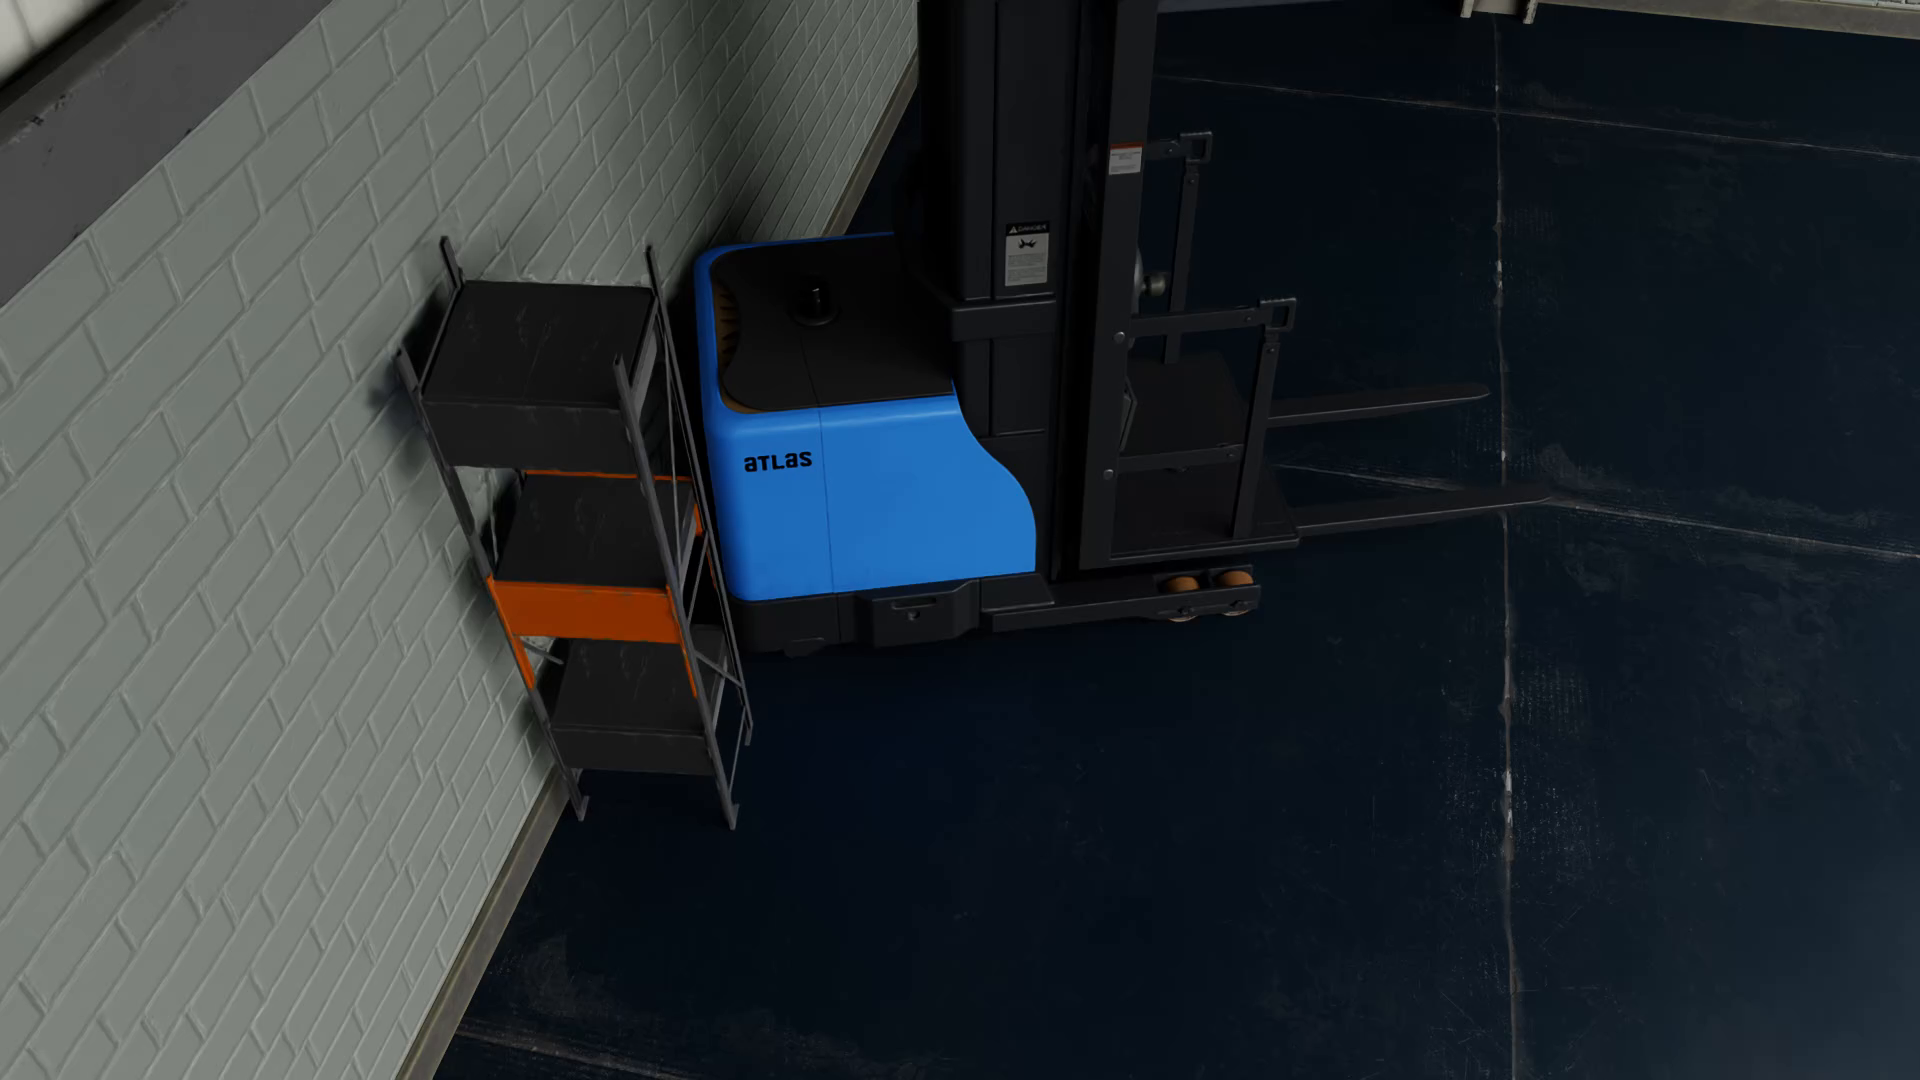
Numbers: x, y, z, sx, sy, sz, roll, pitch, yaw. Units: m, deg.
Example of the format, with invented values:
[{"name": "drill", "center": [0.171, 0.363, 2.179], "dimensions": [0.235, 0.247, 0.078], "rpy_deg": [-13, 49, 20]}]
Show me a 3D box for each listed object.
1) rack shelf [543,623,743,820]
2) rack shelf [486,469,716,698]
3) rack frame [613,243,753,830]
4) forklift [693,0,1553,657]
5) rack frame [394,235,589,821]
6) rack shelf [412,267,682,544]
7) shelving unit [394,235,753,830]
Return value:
[{"name": "rack shelf", "center": [-0.957, 0.545, 5.155], "dimensions": [0.480, 0.518, 0.431], "rpy_deg": [3, 52, 3]}, {"name": "rack shelf", "center": [-0.967, 0.111, 4.606], "dimensions": [0.480, 0.518, 0.431], "rpy_deg": [3, 52, 3]}, {"name": "rack frame", "center": [-0.723, 0.115, 4.582], "dimensions": [0.015, 2.100, 0.400], "rpy_deg": [3, 52, 3]}, {"name": "forklift", "center": [0.627, -1.122, 5.303], "dimensions": [3.031, 2.935, 1.130], "rpy_deg": [-6, 44, -6]}, {"name": "rack frame", "center": [-1.210, 0.091, 4.609], "dimensions": [0.015, 2.100, 0.400], "rpy_deg": [3, 52, 3]}, {"name": "rack shelf", "center": [-0.976, -0.322, 4.056], "dimensions": [0.480, 0.518, 0.431], "rpy_deg": [3, 52, 3]}, {"name": "shelving unit", "center": [-0.967, 0.103, 4.595], "dimensions": [0.503, 2.100, 0.431], "rpy_deg": [3, 52, 3]}]
